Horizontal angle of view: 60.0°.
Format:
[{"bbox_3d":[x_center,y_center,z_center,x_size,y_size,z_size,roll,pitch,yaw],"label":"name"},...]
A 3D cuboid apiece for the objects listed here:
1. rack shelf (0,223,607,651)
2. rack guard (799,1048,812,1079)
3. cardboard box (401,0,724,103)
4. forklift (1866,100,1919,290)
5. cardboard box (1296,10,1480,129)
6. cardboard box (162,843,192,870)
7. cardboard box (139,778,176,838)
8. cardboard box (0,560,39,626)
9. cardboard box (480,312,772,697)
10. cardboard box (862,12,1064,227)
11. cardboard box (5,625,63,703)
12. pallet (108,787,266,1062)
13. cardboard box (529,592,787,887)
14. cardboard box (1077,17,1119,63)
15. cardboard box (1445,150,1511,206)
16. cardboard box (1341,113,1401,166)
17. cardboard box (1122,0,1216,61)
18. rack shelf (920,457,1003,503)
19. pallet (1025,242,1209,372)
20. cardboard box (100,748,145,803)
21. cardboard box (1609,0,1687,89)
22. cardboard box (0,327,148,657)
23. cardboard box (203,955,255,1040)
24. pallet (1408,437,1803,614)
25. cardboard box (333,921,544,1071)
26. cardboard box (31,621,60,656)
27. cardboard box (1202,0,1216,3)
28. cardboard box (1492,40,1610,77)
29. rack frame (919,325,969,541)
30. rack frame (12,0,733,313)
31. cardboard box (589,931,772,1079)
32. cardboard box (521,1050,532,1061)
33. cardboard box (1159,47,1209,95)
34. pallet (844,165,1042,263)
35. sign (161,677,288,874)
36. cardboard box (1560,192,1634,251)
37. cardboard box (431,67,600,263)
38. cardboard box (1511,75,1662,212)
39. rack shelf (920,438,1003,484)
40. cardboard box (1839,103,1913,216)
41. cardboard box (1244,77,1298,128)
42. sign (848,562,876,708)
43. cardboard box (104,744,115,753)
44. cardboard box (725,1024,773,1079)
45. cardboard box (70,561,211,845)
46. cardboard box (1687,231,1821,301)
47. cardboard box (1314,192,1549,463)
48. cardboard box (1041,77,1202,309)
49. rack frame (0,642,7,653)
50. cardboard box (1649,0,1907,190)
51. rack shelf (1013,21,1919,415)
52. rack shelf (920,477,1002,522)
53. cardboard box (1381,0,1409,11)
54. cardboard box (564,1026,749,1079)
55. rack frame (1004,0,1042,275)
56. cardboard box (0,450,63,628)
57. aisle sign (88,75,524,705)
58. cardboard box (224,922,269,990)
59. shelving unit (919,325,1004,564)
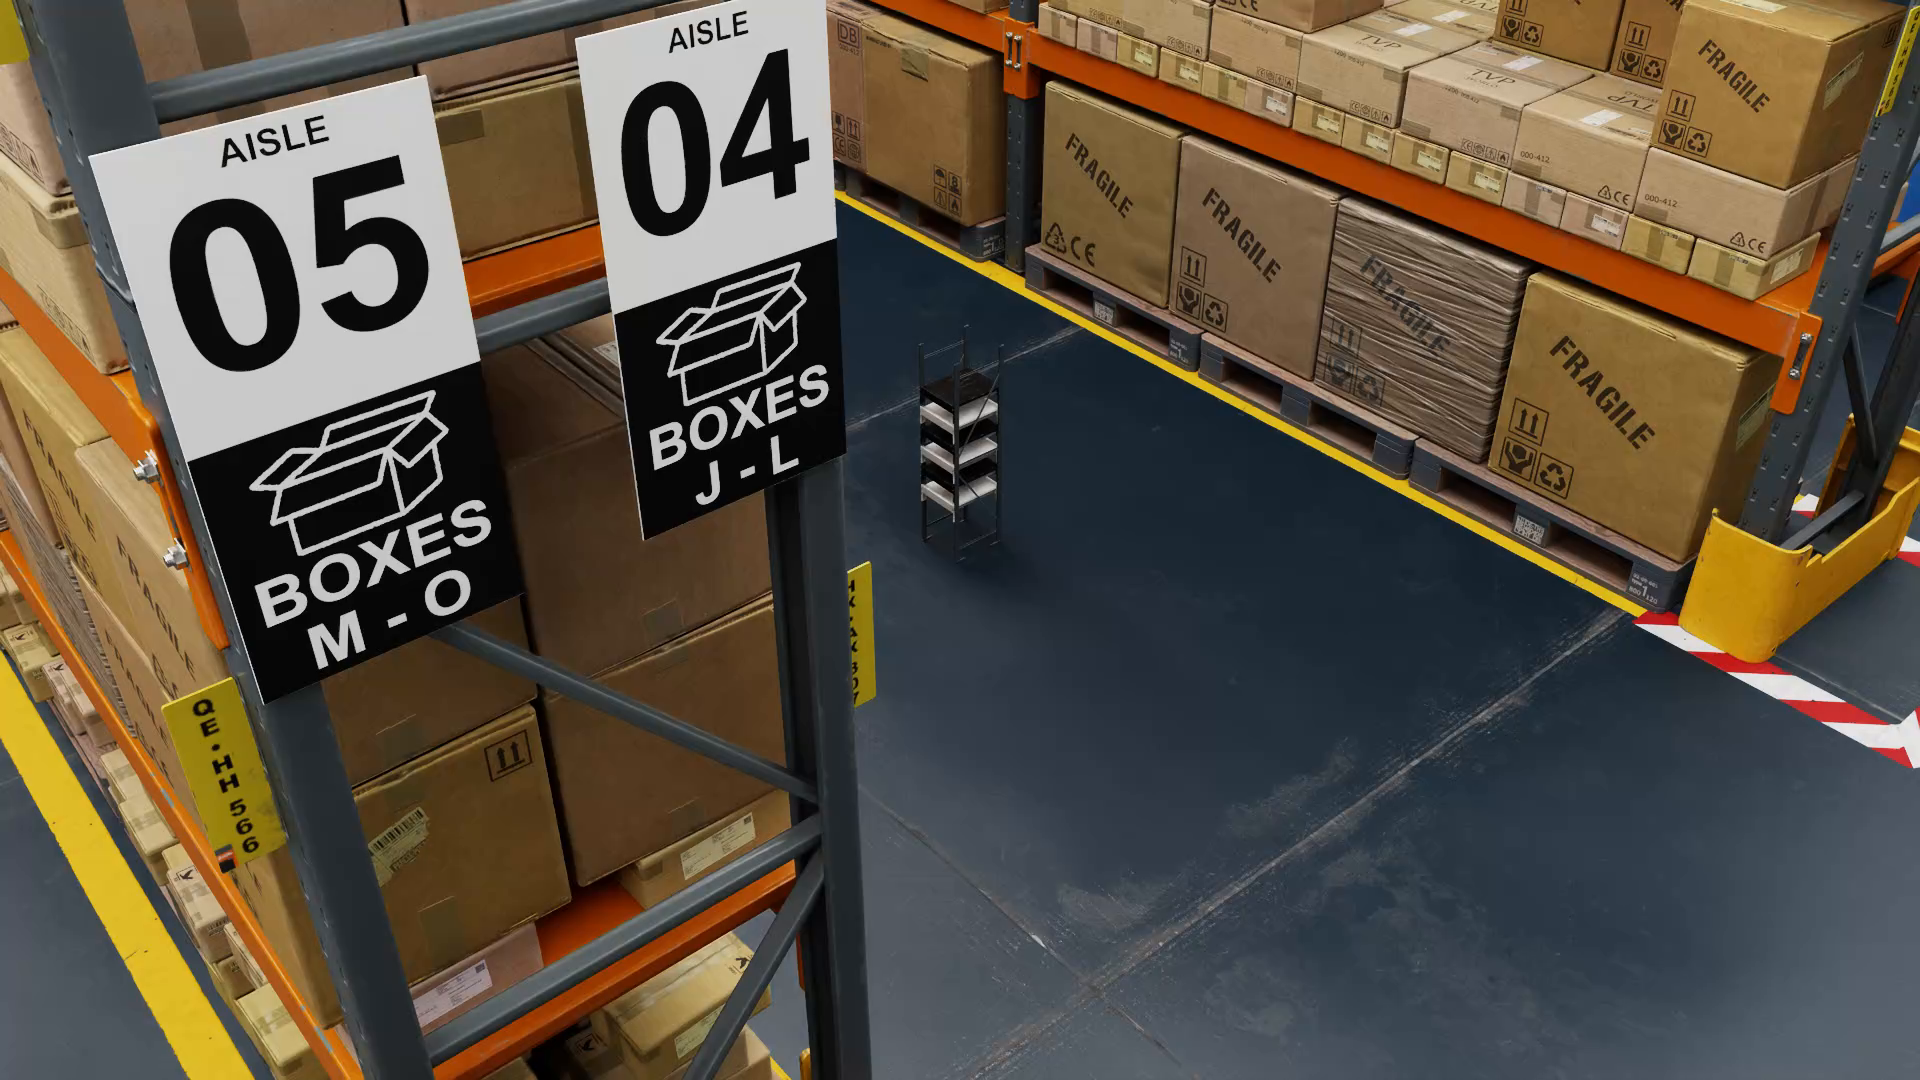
[{"bbox_3d":[-1.909,-1.067,3.688,1.077,0.370,4.000,-26,43,-32],"label":"rack shelf"},{"bbox_3d":[-0.667,1.733,3.870,1.175,0.500,0.348,-26,43,-32],"label":"rack guard"},{"bbox_3d":[-0.709,-0.915,2.549,0.500,0.250,0.500,-25,42,-31],"label":"cardboard box"},{"bbox_3d":[3.631,-3.084,8.568,1.130,2.935,3.031,-23,41,-29],"label":"forklift"},{"bbox_3d":[1.726,-1.911,6.725,0.500,0.250,0.500,-26,43,-32],"label":"cardboard box"},{"bbox_3d":[-2.009,0.918,4.704,0.380,0.149,0.250,-24,42,-30],"label":"cardboard box"},{"bbox_3d":[-2.146,0.659,4.813,0.380,0.149,0.250,-26,43,-32],"label":"cardboard box"},{"bbox_3d":[-3.003,0.103,5.598,0.380,0.149,0.250,-24,42,-30],"label":"cardboard box"},{"bbox_3d":[-0.705,-0.121,3.116,0.500,0.500,0.500,-26,43,-32],"label":"cardboard box"},{"bbox_3d":[0.226,-2.404,9.024,1.225,0.875,0.875,-26,43,-32],"label":"cardboard box"},{"bbox_3d":[-3.038,0.371,5.735,0.380,0.149,0.250,-25,42,-31],"label":"cardboard box"},{"bbox_3d":[-1.947,0.941,5.239,1.003,0.211,1.213,-26,43,-32],"label":"pallet"},{"bbox_3d":[-0.697,0.283,3.411,0.500,0.500,0.500,-24,42,-30],"label":"cardboard box"},{"bbox_3d":[0.761,-2.352,7.692,0.380,0.149,0.250,-28,44,-33],"label":"cardboard box"},{"bbox_3d":[2.095,-1.441,6.407,0.380,0.149,0.250,-27,43,-33],"label":"cardboard box"},{"bbox_3d":[1.768,-1.666,6.724,0.380,0.149,0.250,-25,42,-31],"label":"cardboard box"},{"bbox_3d":[1.075,-2.358,7.357,0.500,0.250,0.500,-26,43,-32],"label":"cardboard box"},{"bbox_3d":[0.005,-0.263,6.556,0.258,0.077,0.200,-26,43,-32],"label":"rack shelf"},{"bbox_3d":[1.086,-1.322,8.434,1.003,0.211,1.213,-26,43,-32],"label":"pallet"},{"bbox_3d":[-2.347,0.689,5.028,0.380,0.149,0.250,-26,43,-32],"label":"cardboard box"},{"bbox_3d":[2.810,-1.958,6.143,0.500,0.500,0.500,-27,43,-33],"label":"cardboard box"},{"bbox_3d":[-1.430,-0.157,3.167,0.500,0.500,0.500,-28,44,-33],"label":"cardboard box"},{"bbox_3d":[-1.847,1.166,4.611,0.380,0.149,0.250,-28,44,-34],"label":"cardboard box"},{"bbox_3d":[2.660,-0.245,6.913,1.003,0.211,1.213,-26,43,-32],"label":"pallet"},{"bbox_3d":[-1.044,0.811,3.227,0.380,0.149,0.250,-26,43,-32],"label":"cardboard box"},{"bbox_3d":[-2.978,0.209,5.706,0.380,0.149,0.250,-26,43,-31],"label":"cardboard box"},{"bbox_3d":[1.080,-2.664,7.139,0.500,0.500,0.500,-26,43,-32],"label":"cardboard box"},{"bbox_3d":[2.471,-1.882,6.684,0.500,0.250,0.500,-28,44,-33],"label":"cardboard box"},{"bbox_3d":[-0.060,-0.409,6.548,0.240,0.900,0.006,-26,43,-32],"label":"rack frame"},{"bbox_3d":[-0.618,-1.702,1.367,1.000,3.000,0.127,-26,43,-32],"label":"rack frame"},{"bbox_3d":[-0.697,1.138,4.137,0.380,0.149,0.250,-28,44,-34],"label":"cardboard box"},{"bbox_3d":[-1.272,1.224,4.015,0.380,0.149,0.250,-25,42,-31],"label":"cardboard box"},{"bbox_3d":[1.103,-2.120,7.365,0.380,0.149,0.250,-27,44,-33],"label":"cardboard box"},{"bbox_3d":[0.099,-1.999,9.390,1.003,0.211,1.213,-26,43,-32],"label":"pallet"},{"bbox_3d":[-1.055,0.343,2.395,0.100,0.325,0.005,-26,43,-32],"label":"sign"},{"bbox_3d":[2.424,-1.217,6.090,0.380,0.149,0.250,-26,43,-32],"label":"cardboard box"},{"bbox_3d":[-0.713,-0.710,2.691,0.500,0.250,0.500,-24,42,-30],"label":"cardboard box"},{"bbox_3d":[2.394,-1.458,6.086,0.500,0.250,0.500,-27,43,-33],"label":"cardboard box"},{"bbox_3d":[0.005,-0.336,6.504,0.258,0.077,0.200,-26,43,-32],"label":"rack shelf"},{"bbox_3d":[3.133,-1.432,6.048,0.500,0.250,0.500,-27,43,-33],"label":"cardboard box"},{"bbox_3d":[1.428,-1.895,7.048,0.380,0.149,0.250,-25,43,-31],"label":"cardboard box"},{"bbox_3d":[-0.204,0.191,3.136,0.100,0.325,0.005,-26,43,-32],"label":"sign"},{"bbox_3d":[-2.636,0.554,5.475,0.380,0.149,0.250,-27,43,-33],"label":"cardboard box"},{"bbox_3d":[-0.712,1.388,4.298,0.380,0.149,0.250,-25,42,-31],"label":"cardboard box"},{"bbox_3d":[-1.433,0.253,3.454,0.500,0.500,0.500,-27,43,-32],"label":"cardboard box"},{"bbox_3d":[2.755,-0.991,5.771,0.380,0.149,0.250,-25,42,-31],"label":"cardboard box"},{"bbox_3d":[2.175,-1.018,7.066,0.875,0.875,0.875,-26,43,-32],"label":"cardboard box"},{"bbox_3d":[1.020,-1.808,8.182,0.875,0.875,0.875,-26,43,-32],"label":"cardboard box"},{"bbox_3d":[-3.199,-1.019,5.594,1.000,3.000,0.127,-26,43,-32],"label":"rack frame"},{"bbox_3d":[2.721,-1.542,5.555,0.500,0.500,0.500,-25,43,-31],"label":"cardboard box"},{"bbox_3d":[1.945,-1.648,7.104,1.077,0.370,4.000,-26,43,-32],"label":"rack shelf"},{"bbox_3d":[0.005,-0.190,6.608,0.258,0.077,0.200,-26,43,-32],"label":"rack shelf"},{"bbox_3d":[1.806,-2.335,7.324,0.500,0.250,0.500,-25,42,-31],"label":"cardboard box"},{"bbox_3d":[-0.760,1.290,4.179,0.380,0.149,0.250,-24,42,-30],"label":"cardboard box"},{"bbox_3d":[0.655,-2.825,8.143,1.000,3.000,0.127,-26,43,-32],"label":"rack frame"},{"bbox_3d":[-2.082,-0.192,4.081,0.500,0.500,0.500,-24,42,-30],"label":"cardboard box"},{"bbox_3d":[-0.800,-0.170,2.146,0.394,0.787,0.004,-26,43,-32],"label":"aisle sign"},{"bbox_3d":[-1.654,1.019,4.304,0.380,0.149,0.250,-28,44,-33],"label":"cardboard box"},{"bbox_3d":[0.005,-0.364,6.485,0.258,0.900,0.210,-26,43,-32],"label":"shelving unit"}]
